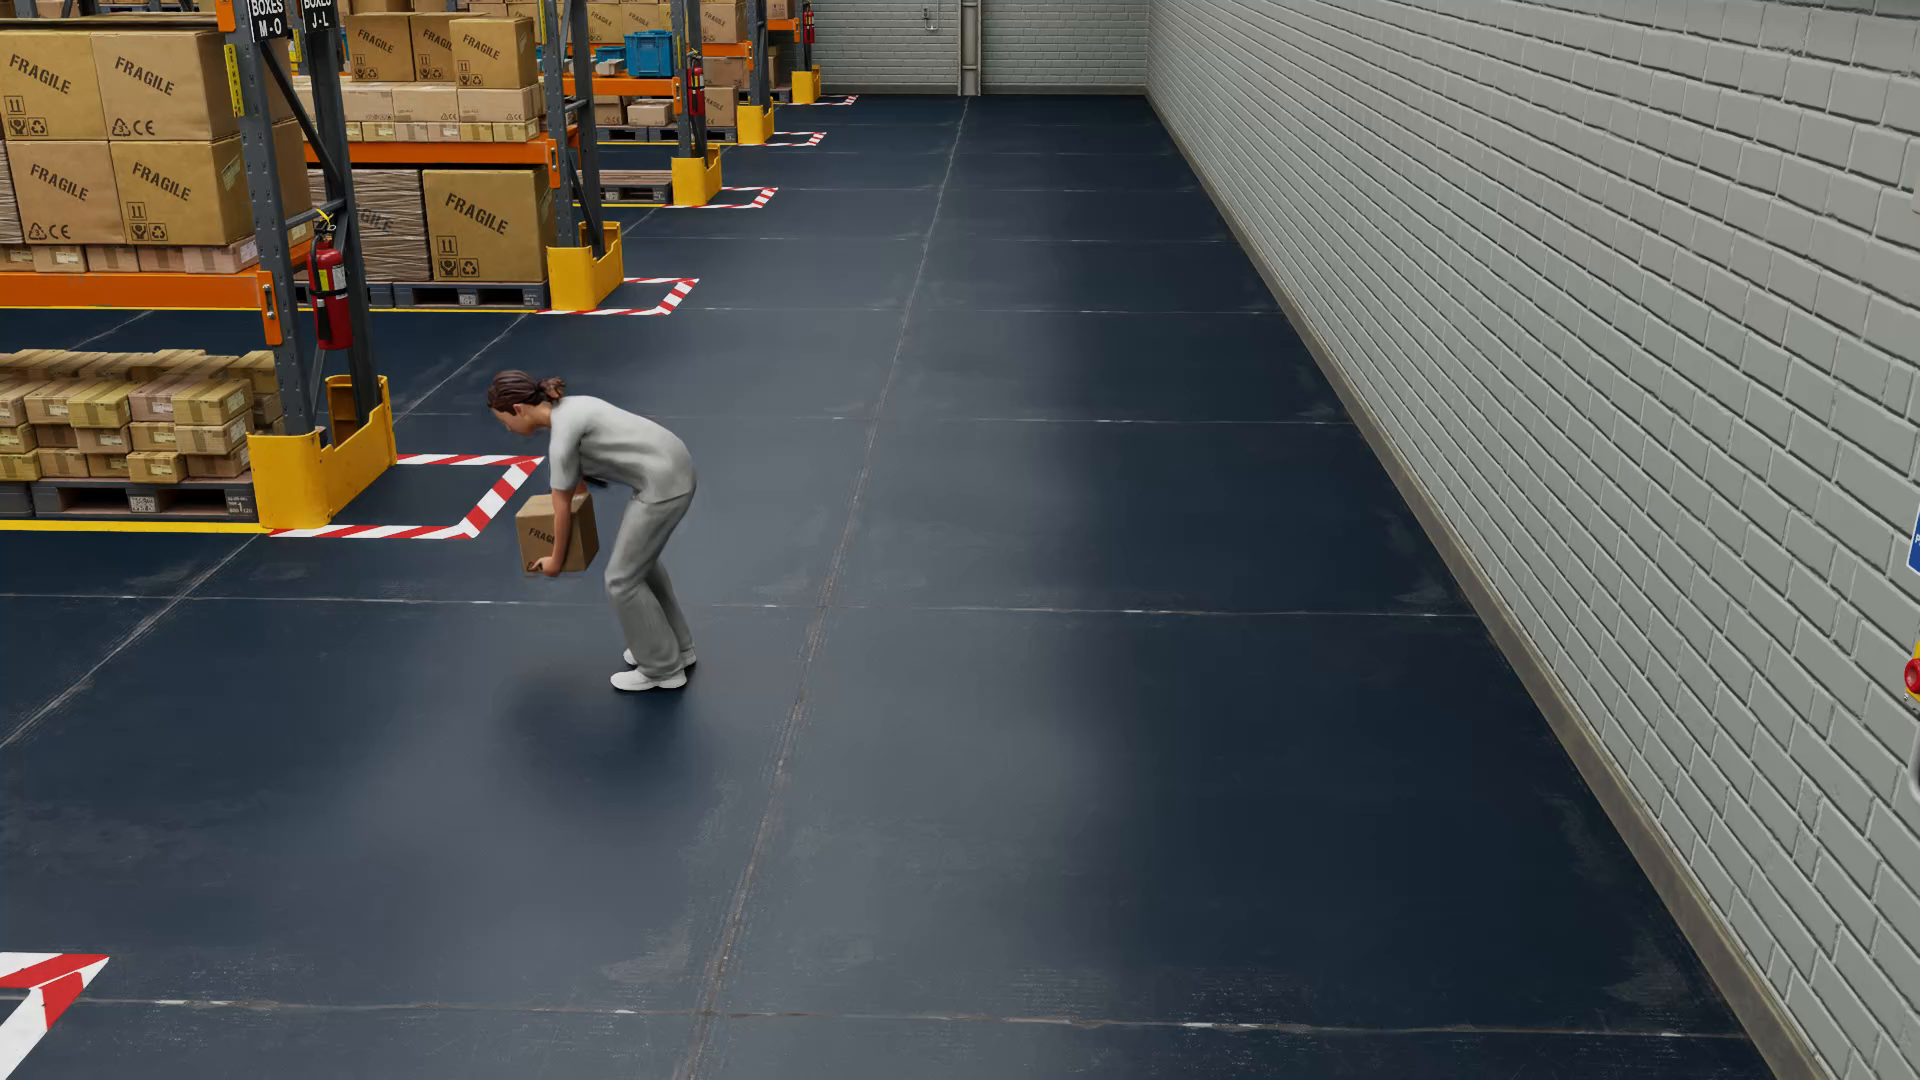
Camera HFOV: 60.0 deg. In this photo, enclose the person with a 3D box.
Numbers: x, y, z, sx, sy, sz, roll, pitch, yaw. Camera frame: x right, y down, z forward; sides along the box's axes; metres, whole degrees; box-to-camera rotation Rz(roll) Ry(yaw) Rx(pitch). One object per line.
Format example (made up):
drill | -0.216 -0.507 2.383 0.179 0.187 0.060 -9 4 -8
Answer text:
person | -1.456 -0.051 6.723 0.802 1.318 0.423 0 21 0
